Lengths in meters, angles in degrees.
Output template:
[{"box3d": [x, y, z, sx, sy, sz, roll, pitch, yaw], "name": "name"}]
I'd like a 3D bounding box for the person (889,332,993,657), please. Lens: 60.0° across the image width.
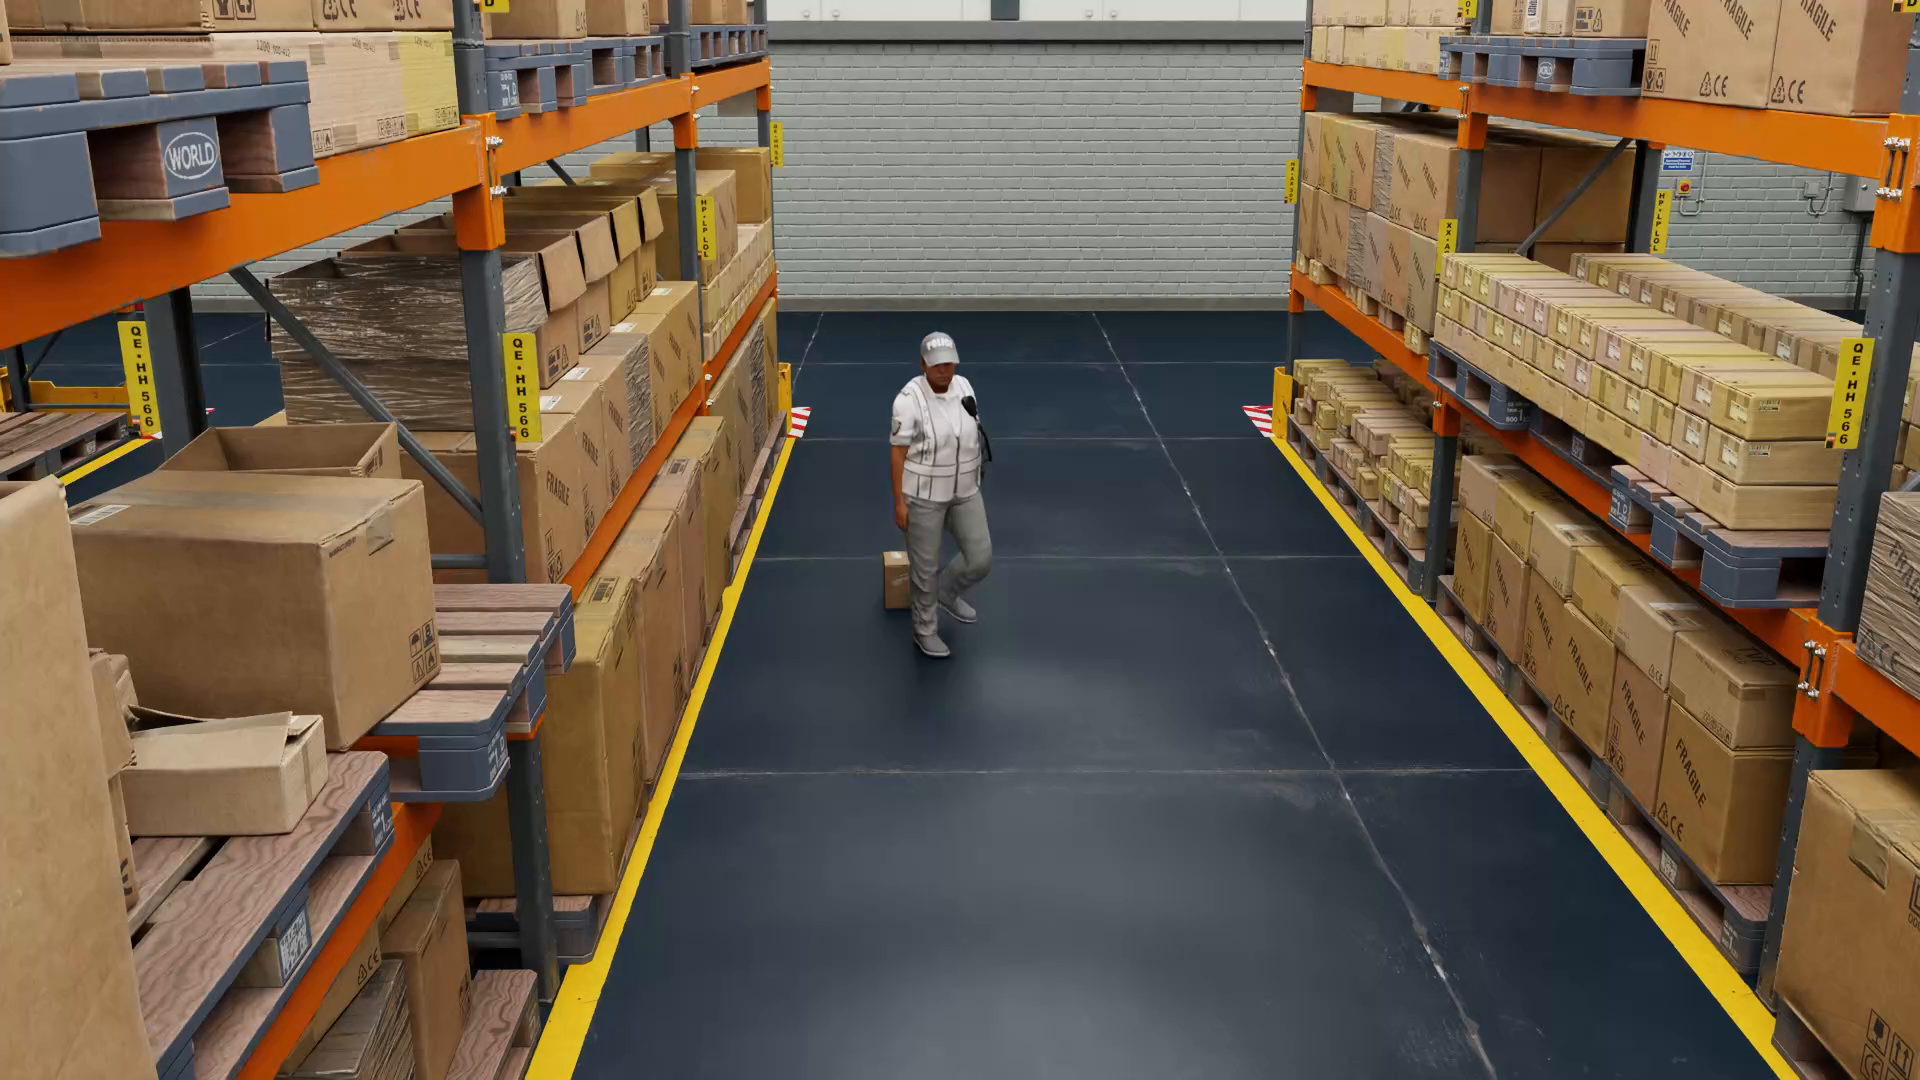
[{"box3d": [-0.103, -0.234, 8.278, 0.553, 1.656, 0.550, -10, 20, -28], "name": "person"}]
